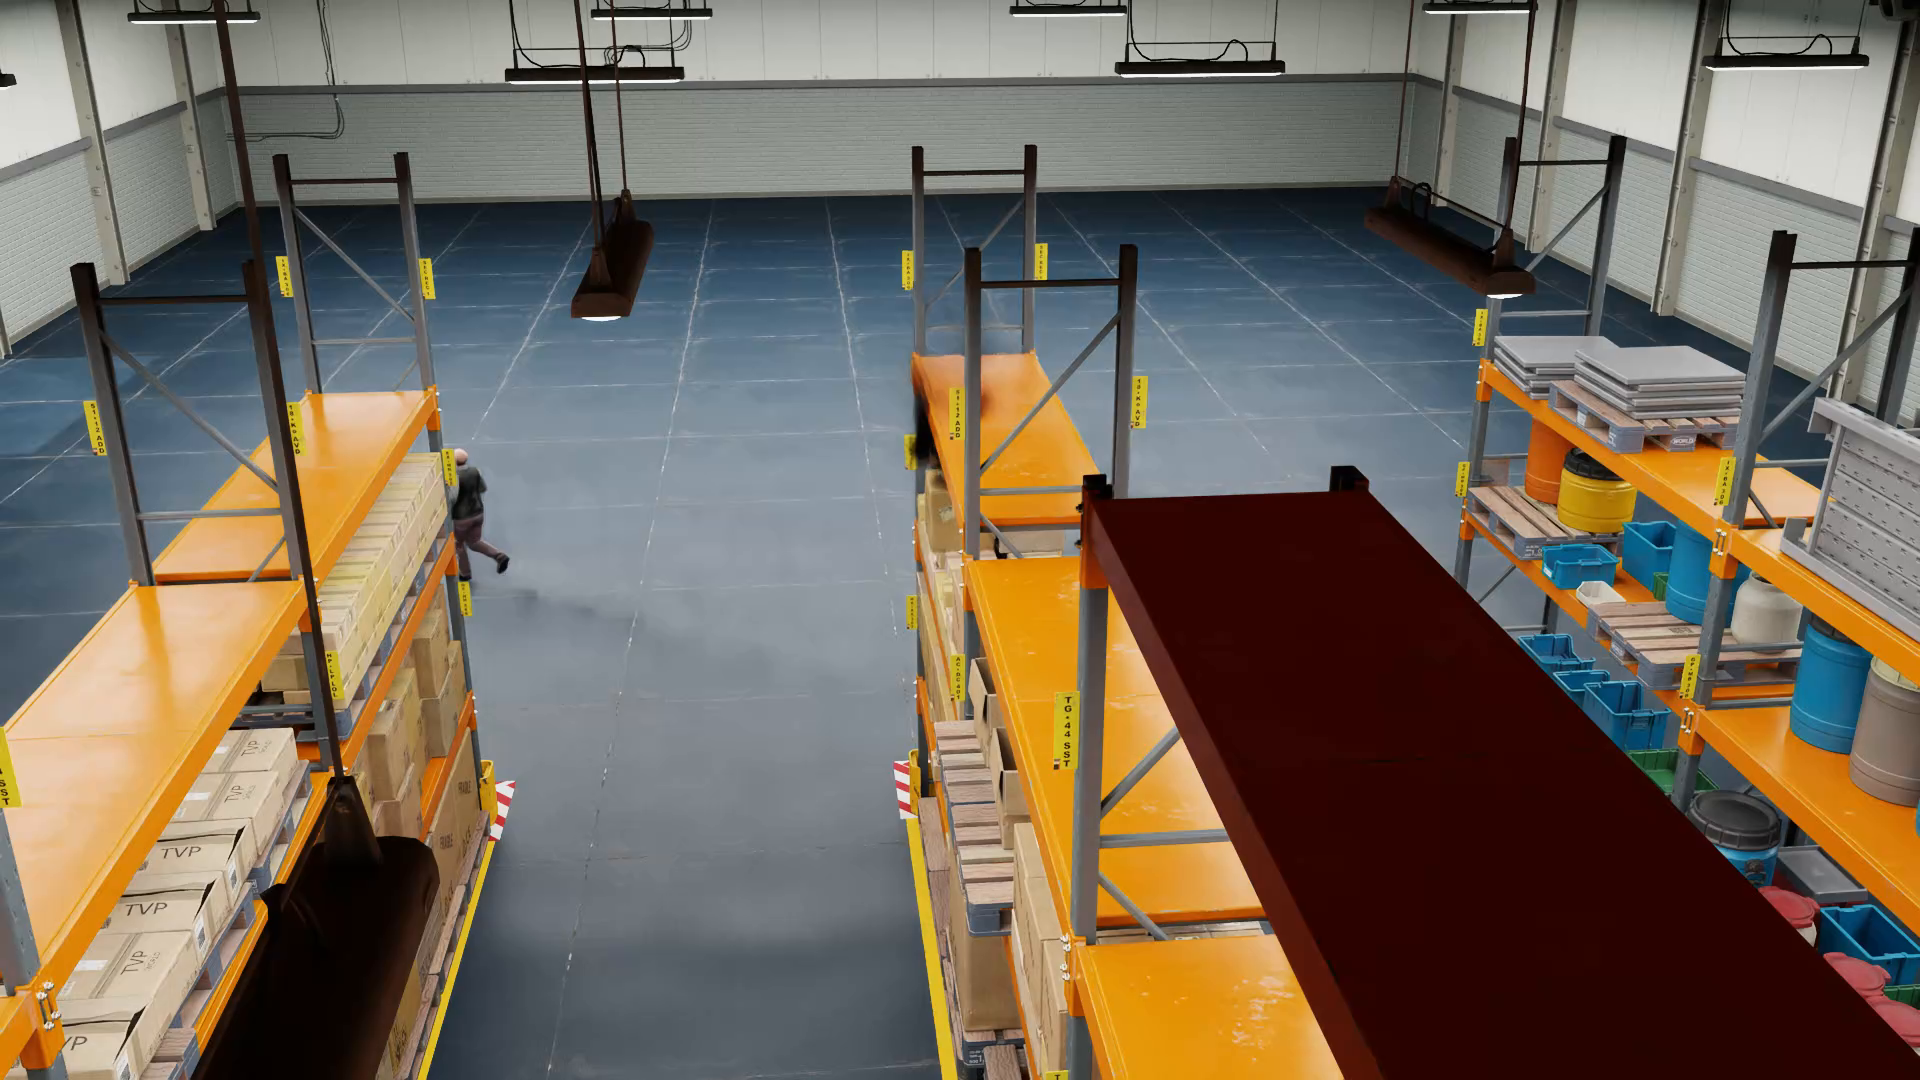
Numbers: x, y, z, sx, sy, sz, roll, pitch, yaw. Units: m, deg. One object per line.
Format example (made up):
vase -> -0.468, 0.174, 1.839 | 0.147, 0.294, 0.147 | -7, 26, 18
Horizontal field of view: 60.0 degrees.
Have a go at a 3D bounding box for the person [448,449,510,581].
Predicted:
person -> -5.911, -0.262, 20.032 | 0.821, 1.720, 0.669 | 12, 25, 28

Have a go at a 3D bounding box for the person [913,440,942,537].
person -> -0.194, -0.812, 21.258 | 0.900, 1.759, 0.718 | 5, 22, 13
